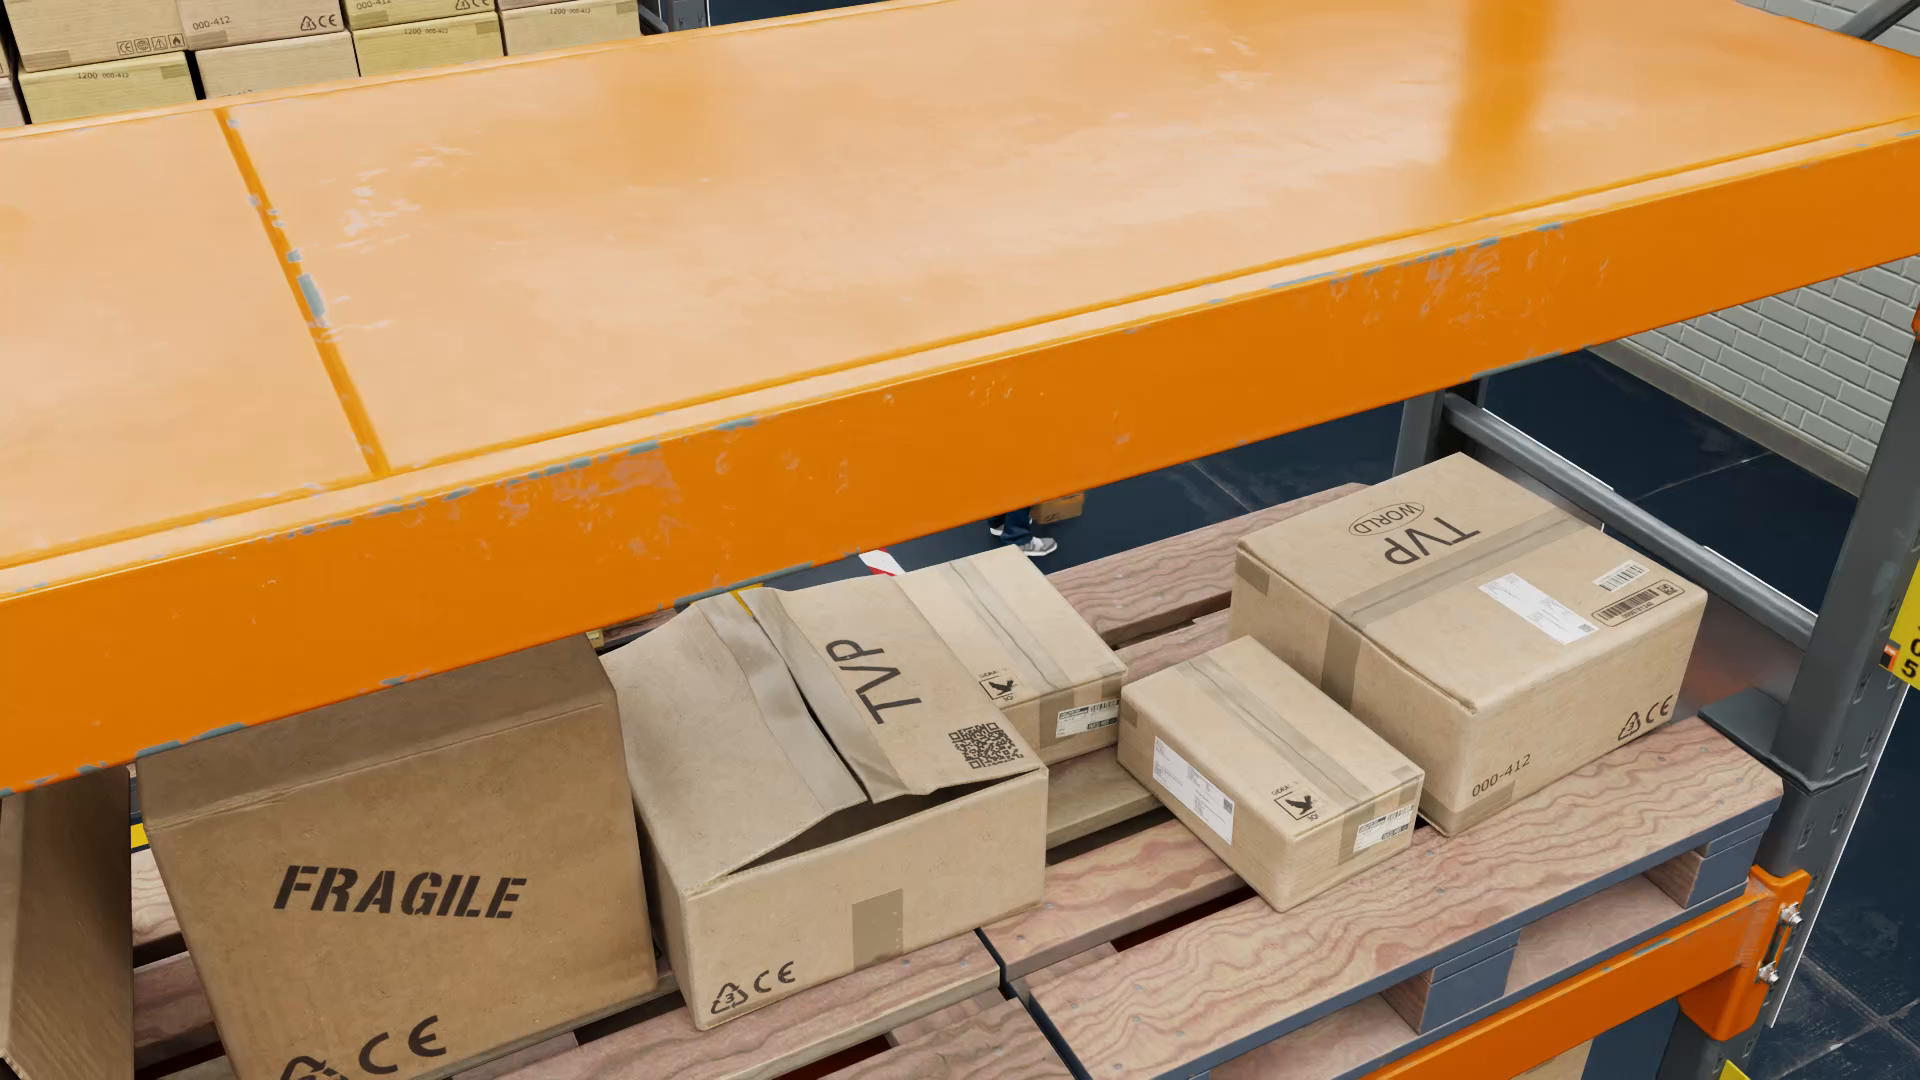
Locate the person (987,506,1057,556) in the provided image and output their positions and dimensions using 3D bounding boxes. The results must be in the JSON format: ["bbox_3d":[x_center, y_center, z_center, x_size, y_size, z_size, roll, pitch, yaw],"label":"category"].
[{"bbox_3d":[0.270,-0.668,8.168,0.374,1.583,0.458,-17,37,-24],"label":"person"}]
